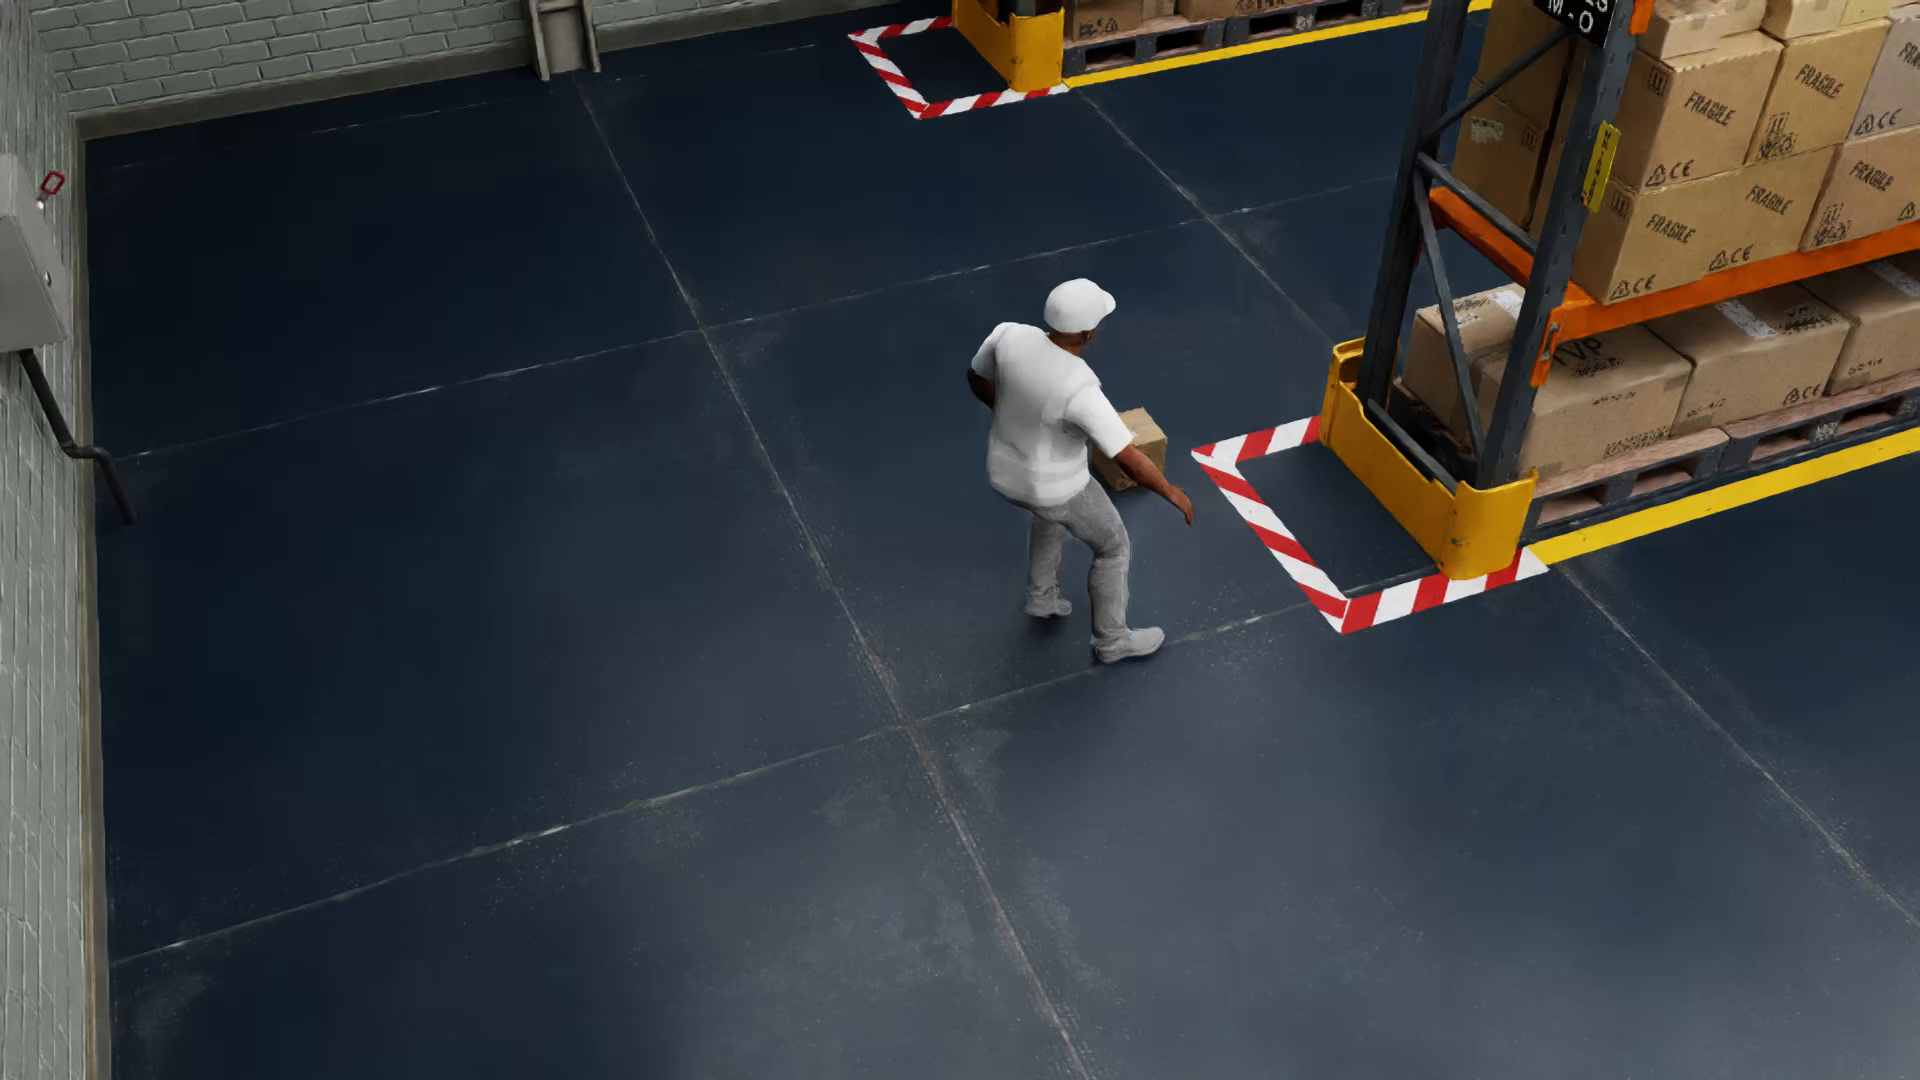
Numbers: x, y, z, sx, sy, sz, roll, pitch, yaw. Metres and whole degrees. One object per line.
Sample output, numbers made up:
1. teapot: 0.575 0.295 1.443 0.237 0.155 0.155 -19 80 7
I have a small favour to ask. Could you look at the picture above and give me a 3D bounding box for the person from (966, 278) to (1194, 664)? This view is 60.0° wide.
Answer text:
1. person: 0.441 -0.256 6.530 0.968 1.686 0.501 30 50 30
